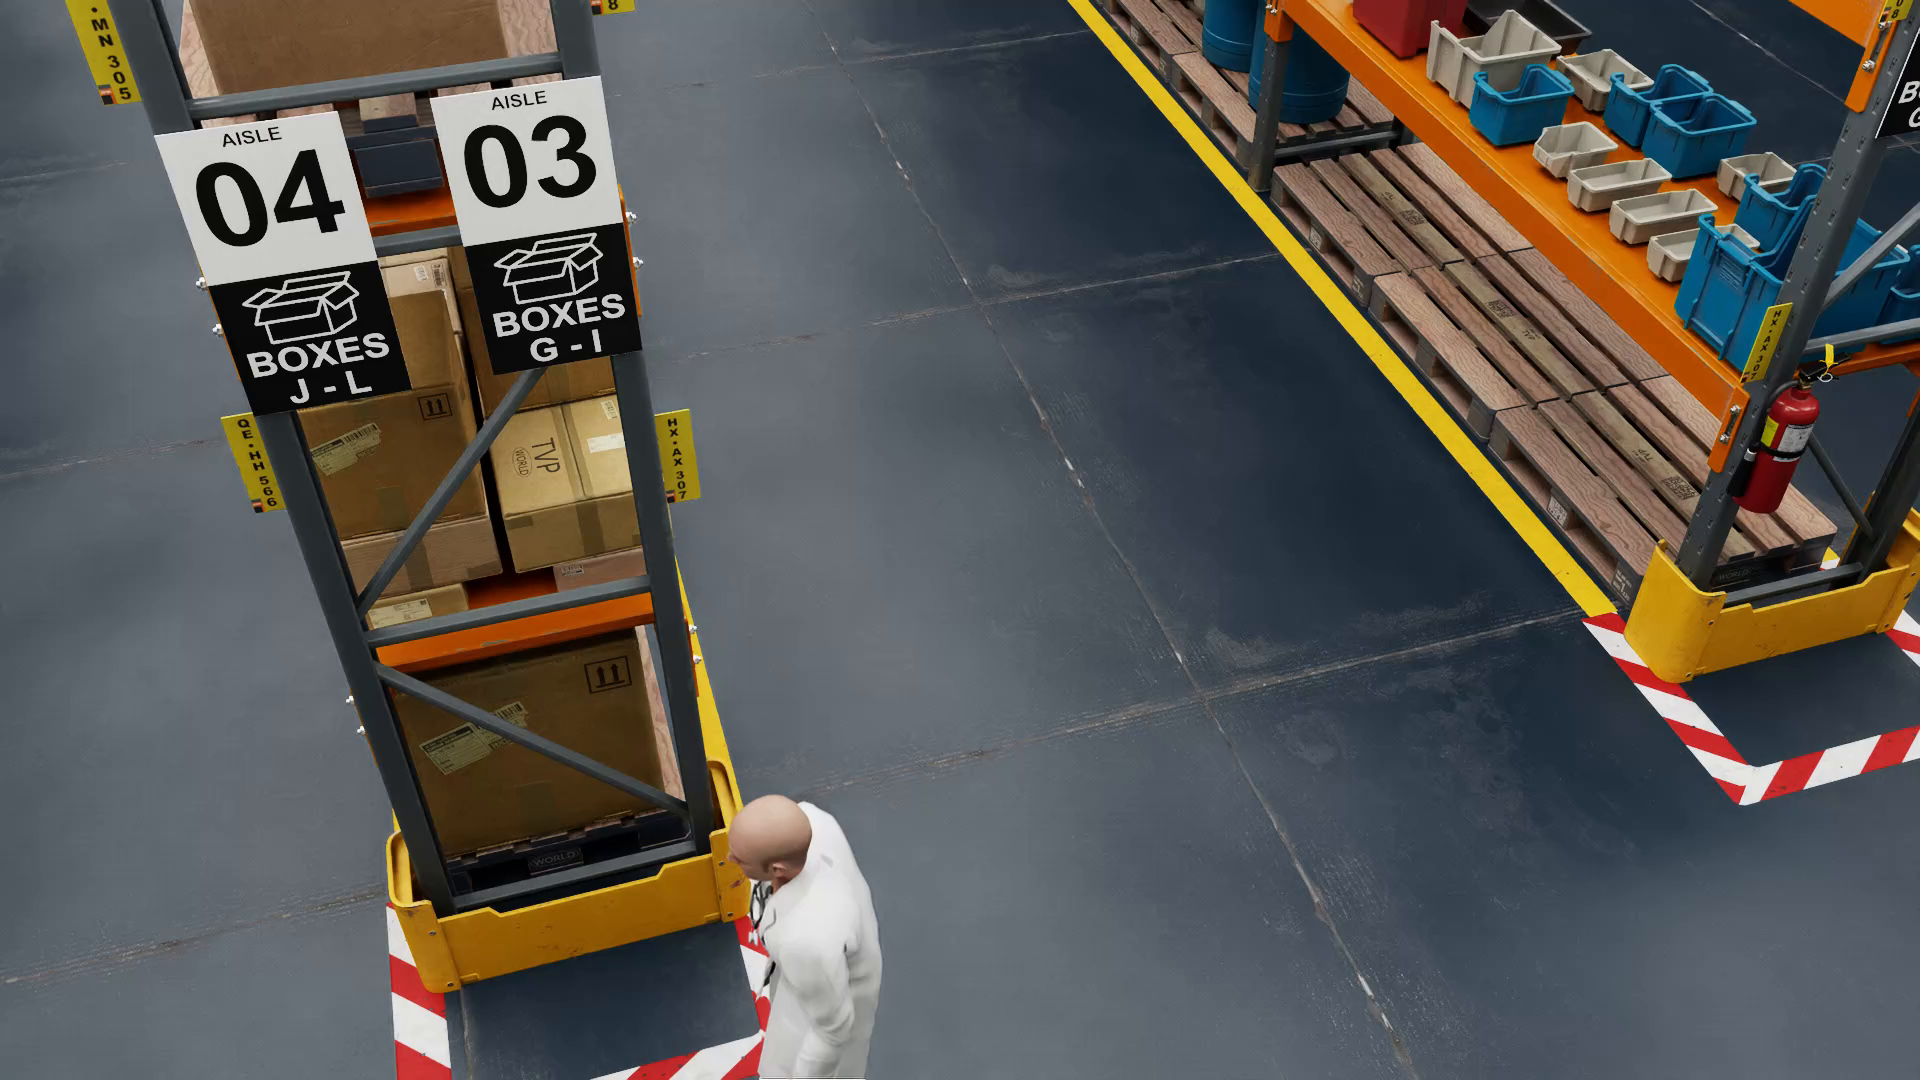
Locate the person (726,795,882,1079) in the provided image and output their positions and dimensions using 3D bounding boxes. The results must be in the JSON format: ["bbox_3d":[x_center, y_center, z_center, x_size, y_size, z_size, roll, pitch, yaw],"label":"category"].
[{"bbox_3d":[-0.429,1.304,4.707,0.425,1.773,0.652,-5,42,-5],"label":"person"}]
